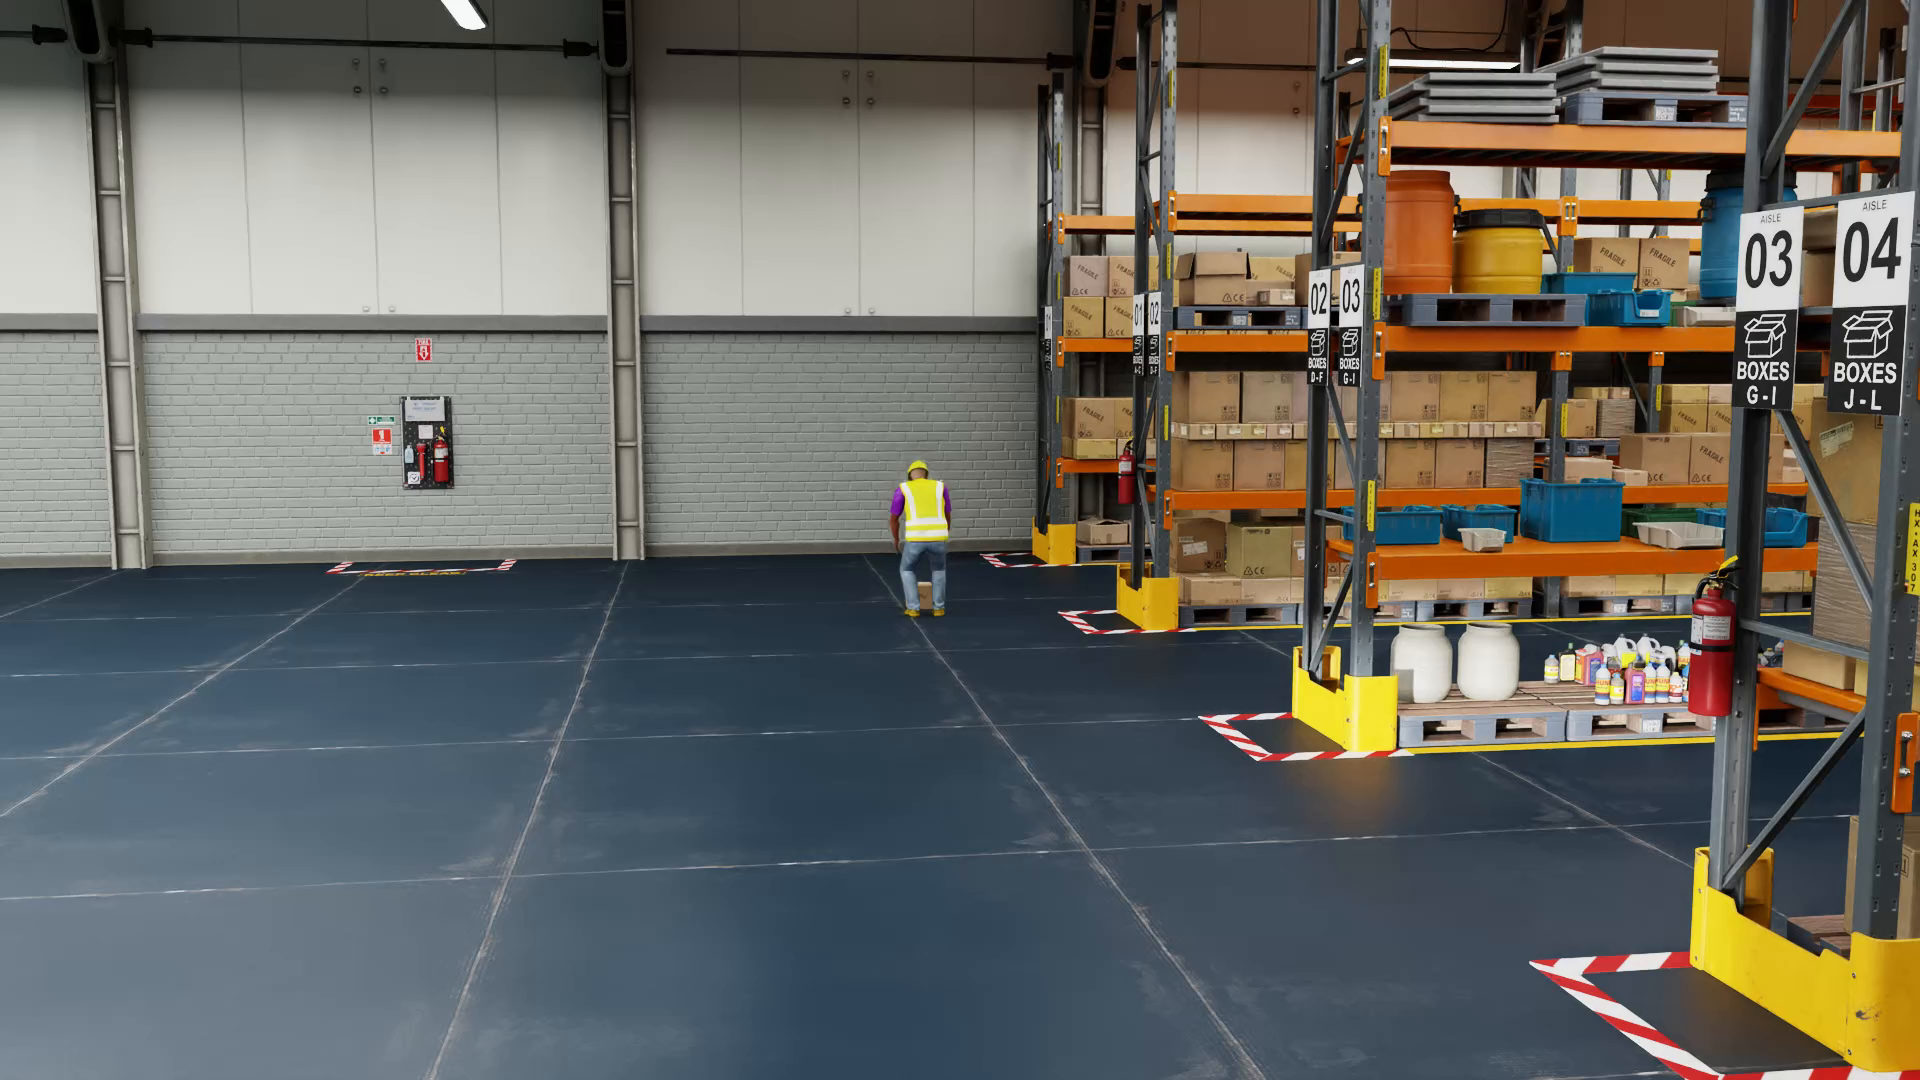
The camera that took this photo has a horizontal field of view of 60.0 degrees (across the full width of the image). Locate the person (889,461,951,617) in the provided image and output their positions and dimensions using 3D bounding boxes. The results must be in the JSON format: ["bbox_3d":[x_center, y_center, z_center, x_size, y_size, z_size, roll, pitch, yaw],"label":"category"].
[{"bbox_3d":[-0.392,-0.014,16.730,0.625,1.543,0.666,-1,7,-8],"label":"person"}]
